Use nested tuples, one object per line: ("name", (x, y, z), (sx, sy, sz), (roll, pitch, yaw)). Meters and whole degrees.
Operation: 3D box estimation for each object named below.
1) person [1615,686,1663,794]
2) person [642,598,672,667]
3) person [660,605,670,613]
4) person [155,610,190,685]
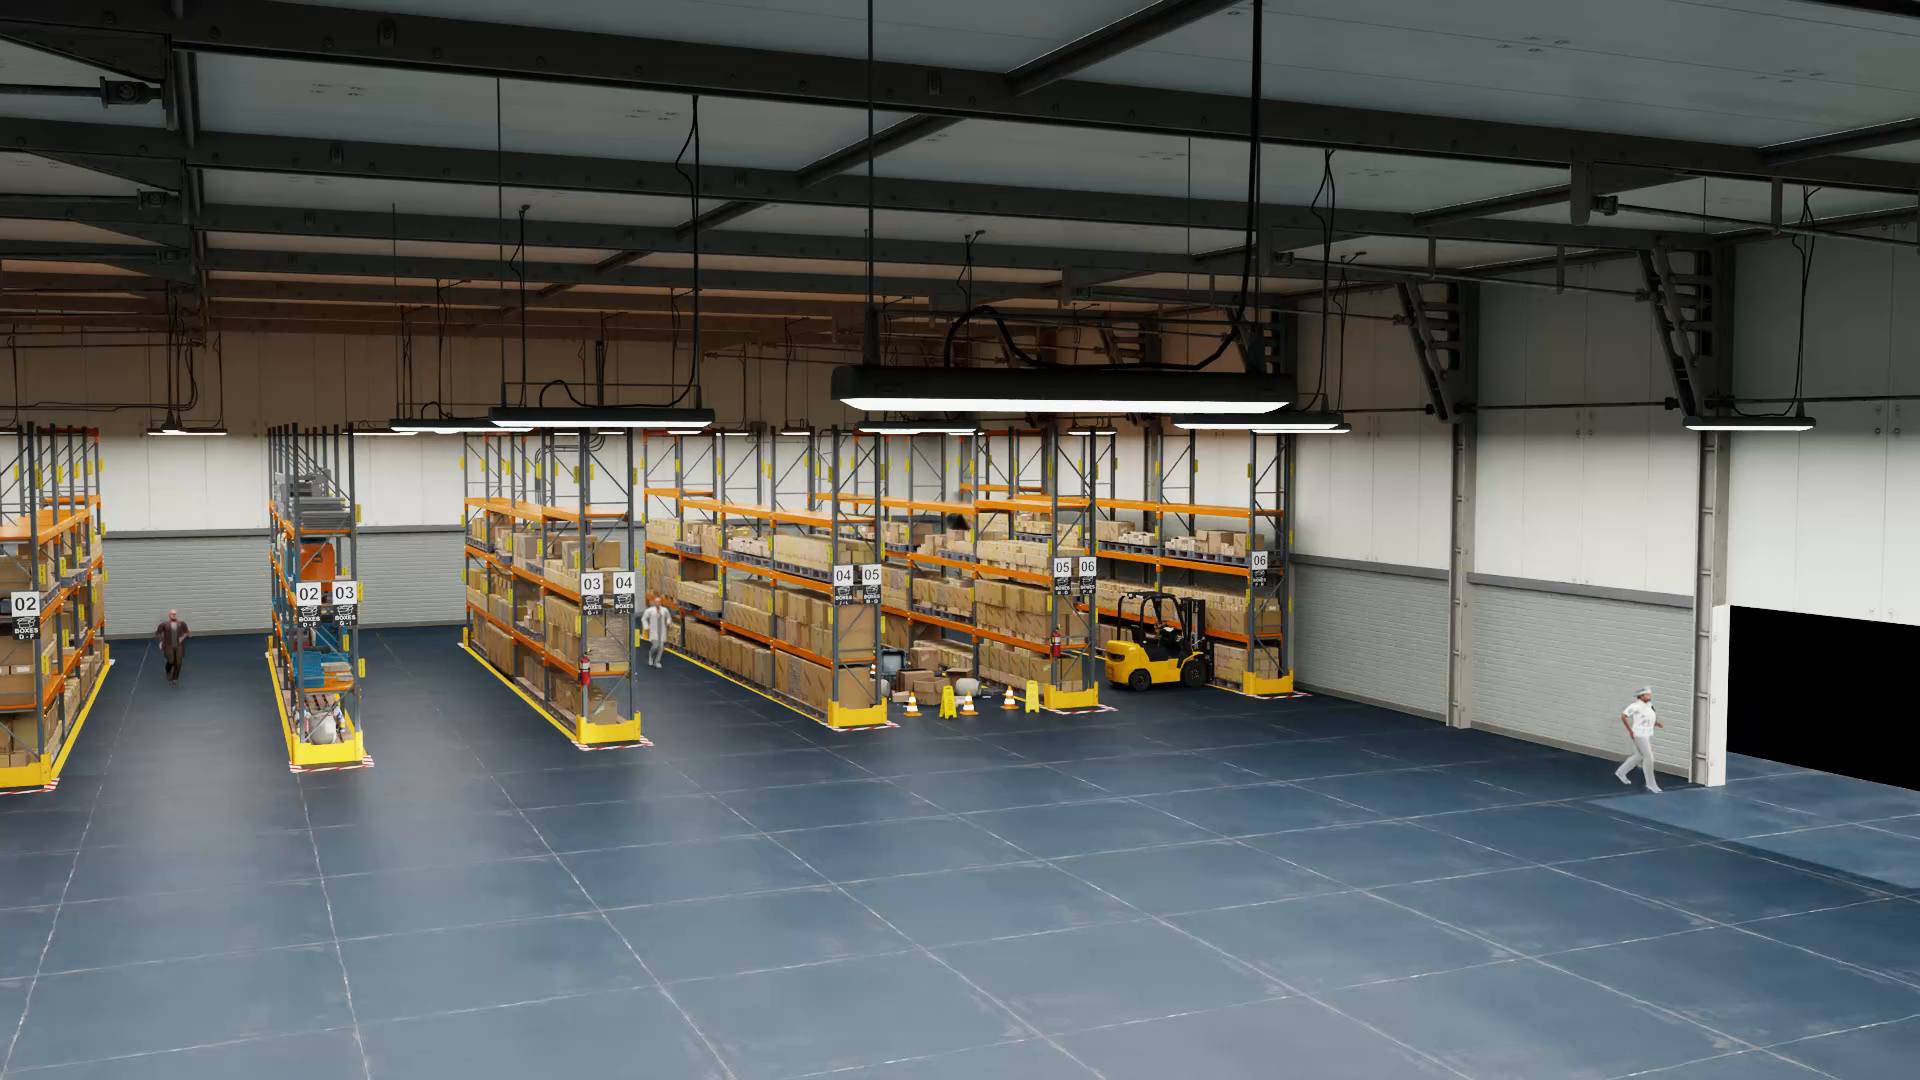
("person", (11.103, 3.218, 27.127), (0.570, 1.727, 0.851), (-3, 5, -44))
("person", (-7.539, 2.314, 41.564), (0.723, 1.746, 0.629), (-2, 4, -28))
("person", (-8.715, 1.861, 49.235), (0.667, 1.783, 0.698), (0, 4, 7))
("person", (-18.263, 2.538, 38.636), (0.702, 1.654, 0.627), (-2, 4, -34))
